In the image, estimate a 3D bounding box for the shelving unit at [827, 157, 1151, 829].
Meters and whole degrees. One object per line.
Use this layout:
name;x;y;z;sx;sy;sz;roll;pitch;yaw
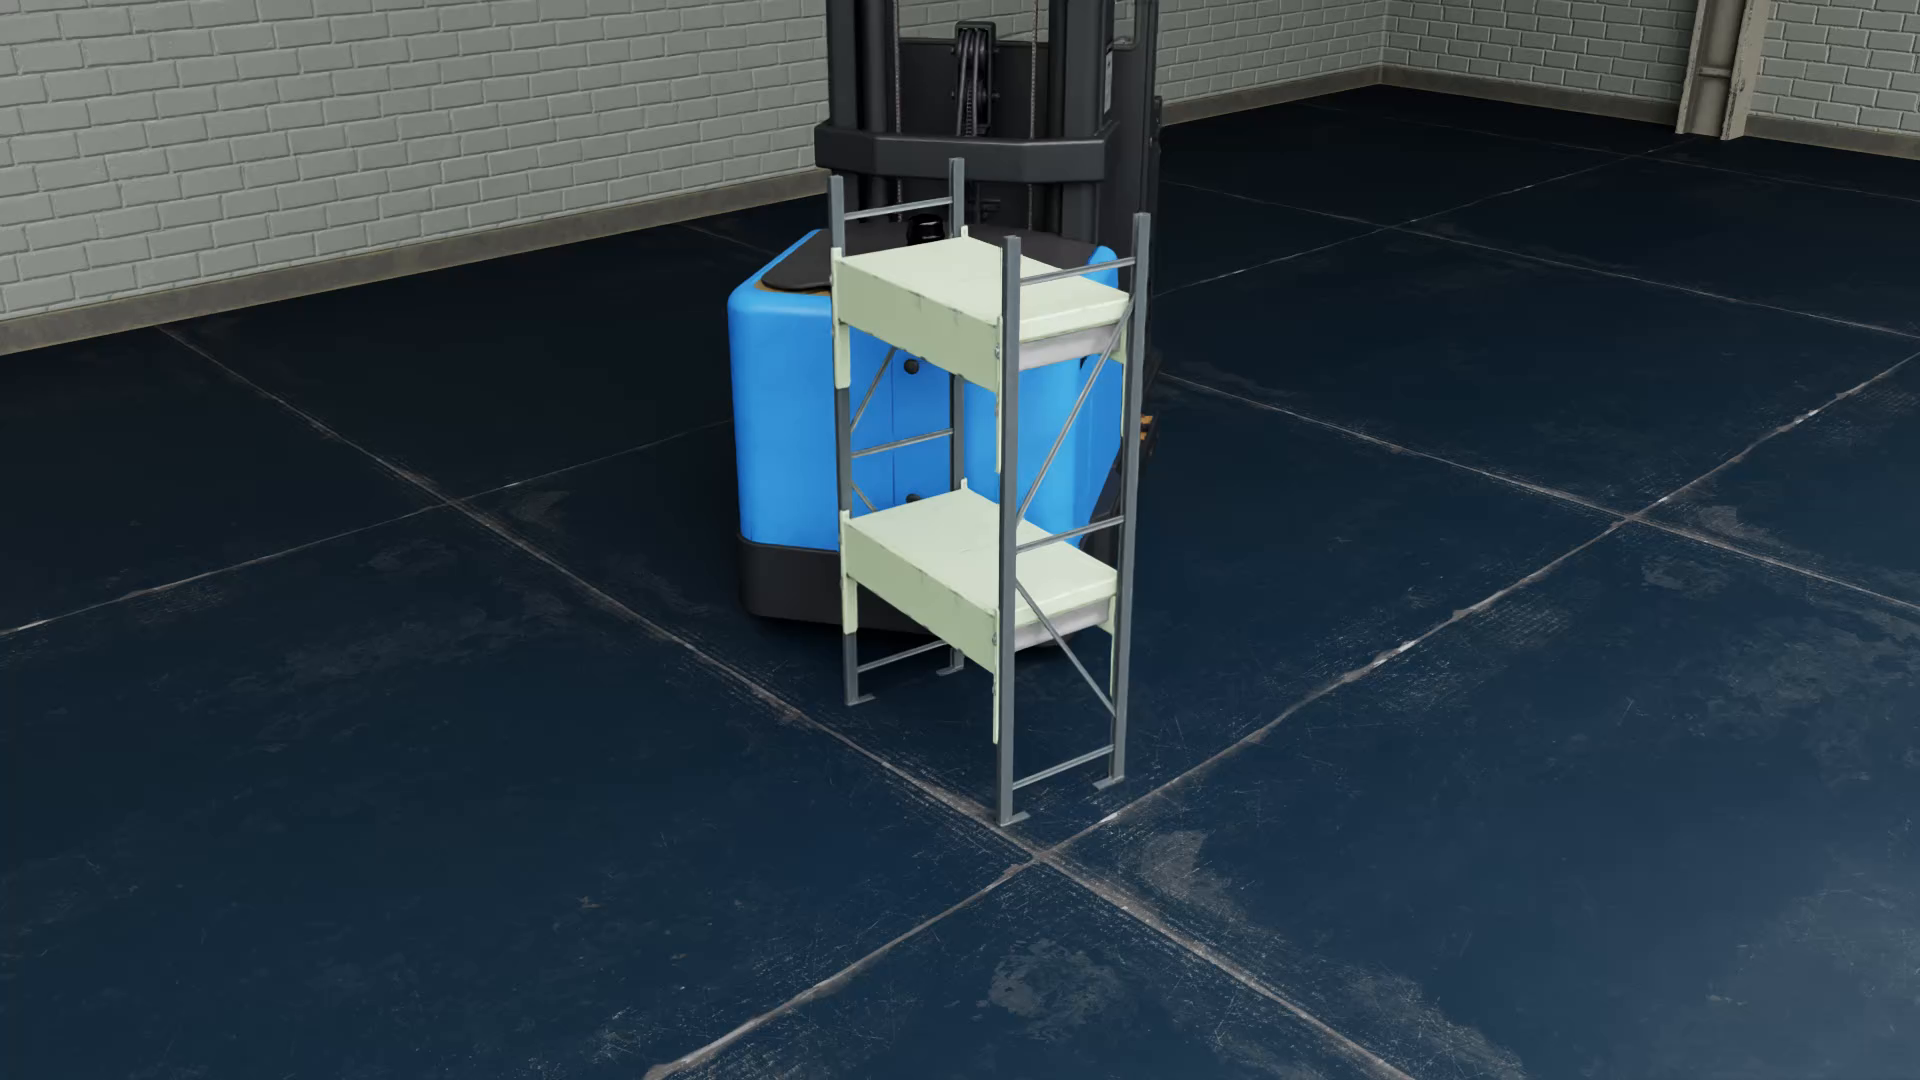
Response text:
shelving unit;0.051;-0.134;4.237;0.431;1.500;0.755;-16;29;-31

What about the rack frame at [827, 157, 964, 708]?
rack frame;-0.159;-0.259;4.510;0.400;1.500;0.023;-16;29;-31

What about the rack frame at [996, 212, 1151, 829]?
rack frame;0.260;-0.010;3.964;0.400;1.500;0.023;-16;29;-31

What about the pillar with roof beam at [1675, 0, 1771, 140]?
pillar with roof beam;2.438;-5.897;7.834;9.100;9.000;0.400;-21;32;-38

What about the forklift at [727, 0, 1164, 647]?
forklift;0.159;-1.605;5.738;1.130;2.935;3.031;6;25;12

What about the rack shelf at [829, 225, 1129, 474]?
rack shelf;0.051;-0.489;4.075;0.431;0.370;0.720;-16;29;-31

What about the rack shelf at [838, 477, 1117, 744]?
rack shelf;0.051;0.162;4.373;0.431;0.370;0.720;-16;29;-31
